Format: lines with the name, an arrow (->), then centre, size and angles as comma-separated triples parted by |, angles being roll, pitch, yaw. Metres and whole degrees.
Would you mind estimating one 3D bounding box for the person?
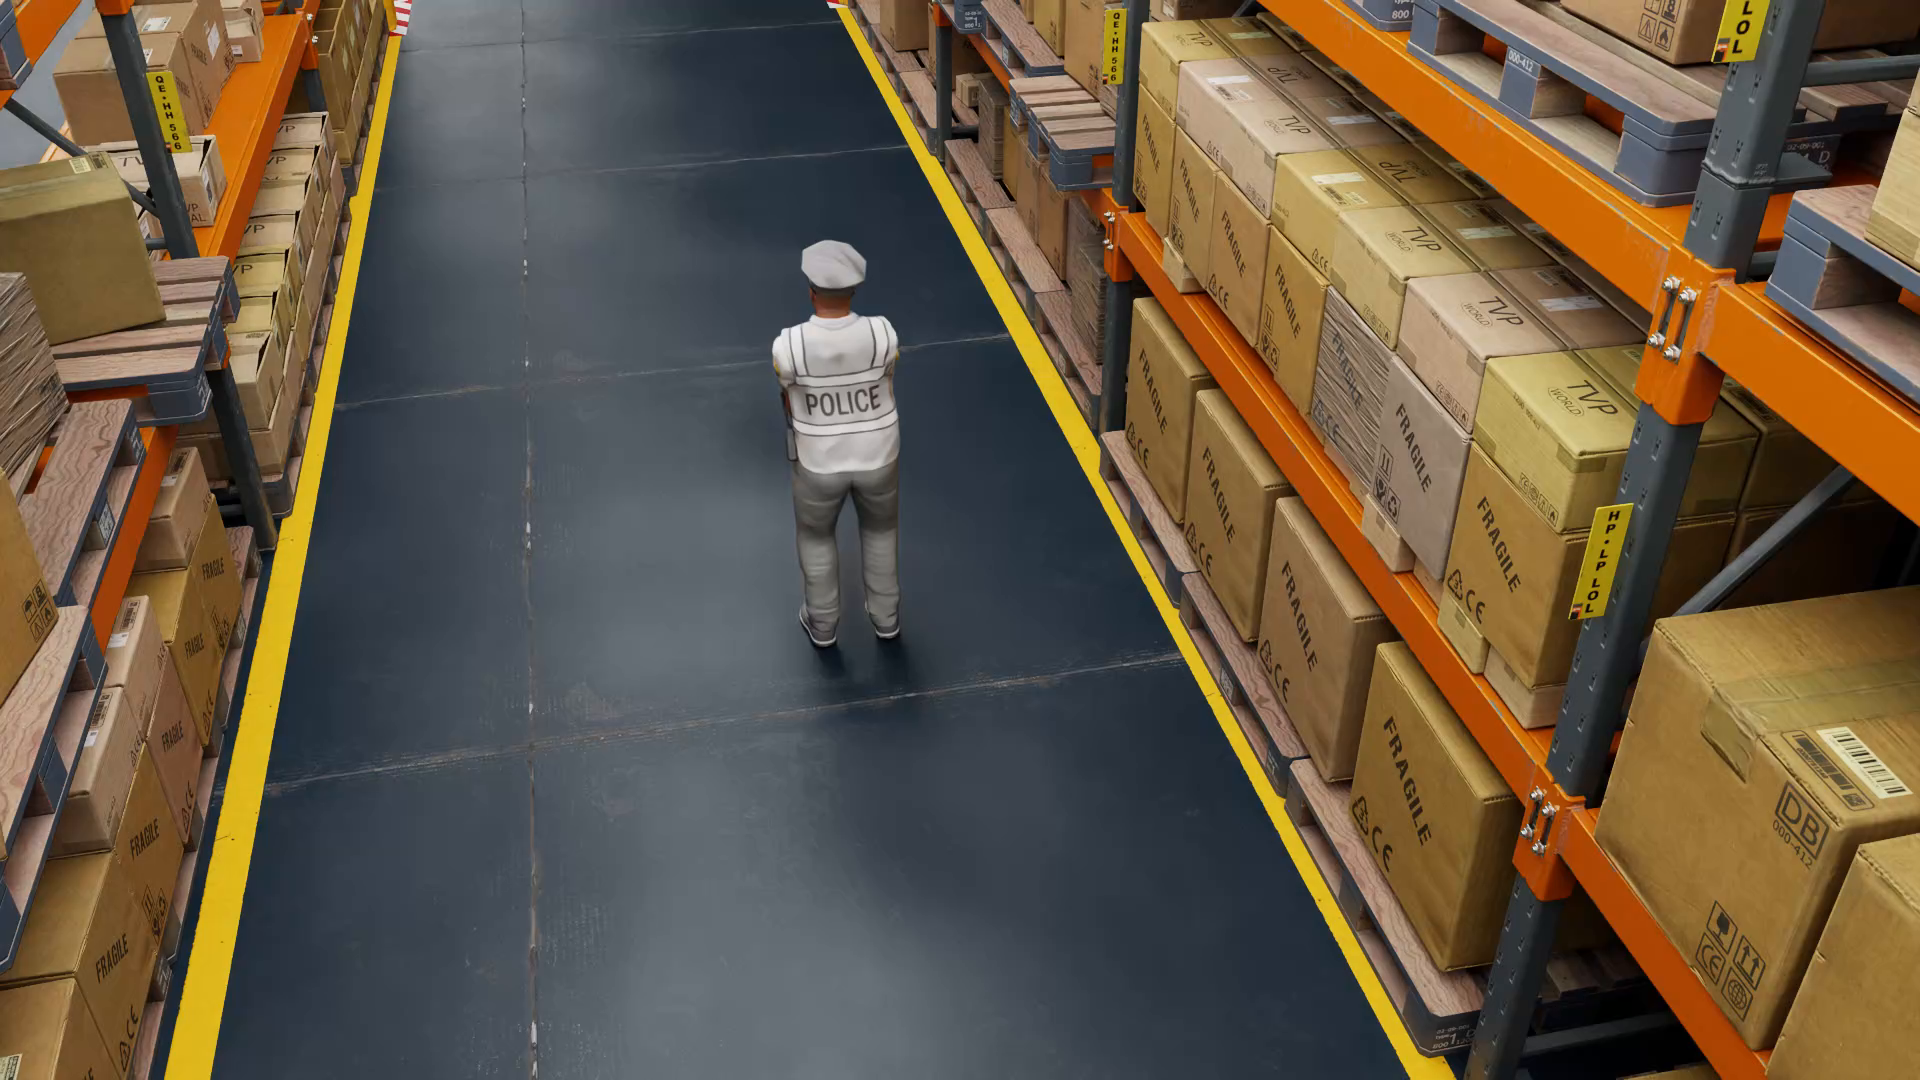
person -> -0.492, -0.392, 6.702 | 0.493, 1.769, 0.564 | -7, 35, -10
